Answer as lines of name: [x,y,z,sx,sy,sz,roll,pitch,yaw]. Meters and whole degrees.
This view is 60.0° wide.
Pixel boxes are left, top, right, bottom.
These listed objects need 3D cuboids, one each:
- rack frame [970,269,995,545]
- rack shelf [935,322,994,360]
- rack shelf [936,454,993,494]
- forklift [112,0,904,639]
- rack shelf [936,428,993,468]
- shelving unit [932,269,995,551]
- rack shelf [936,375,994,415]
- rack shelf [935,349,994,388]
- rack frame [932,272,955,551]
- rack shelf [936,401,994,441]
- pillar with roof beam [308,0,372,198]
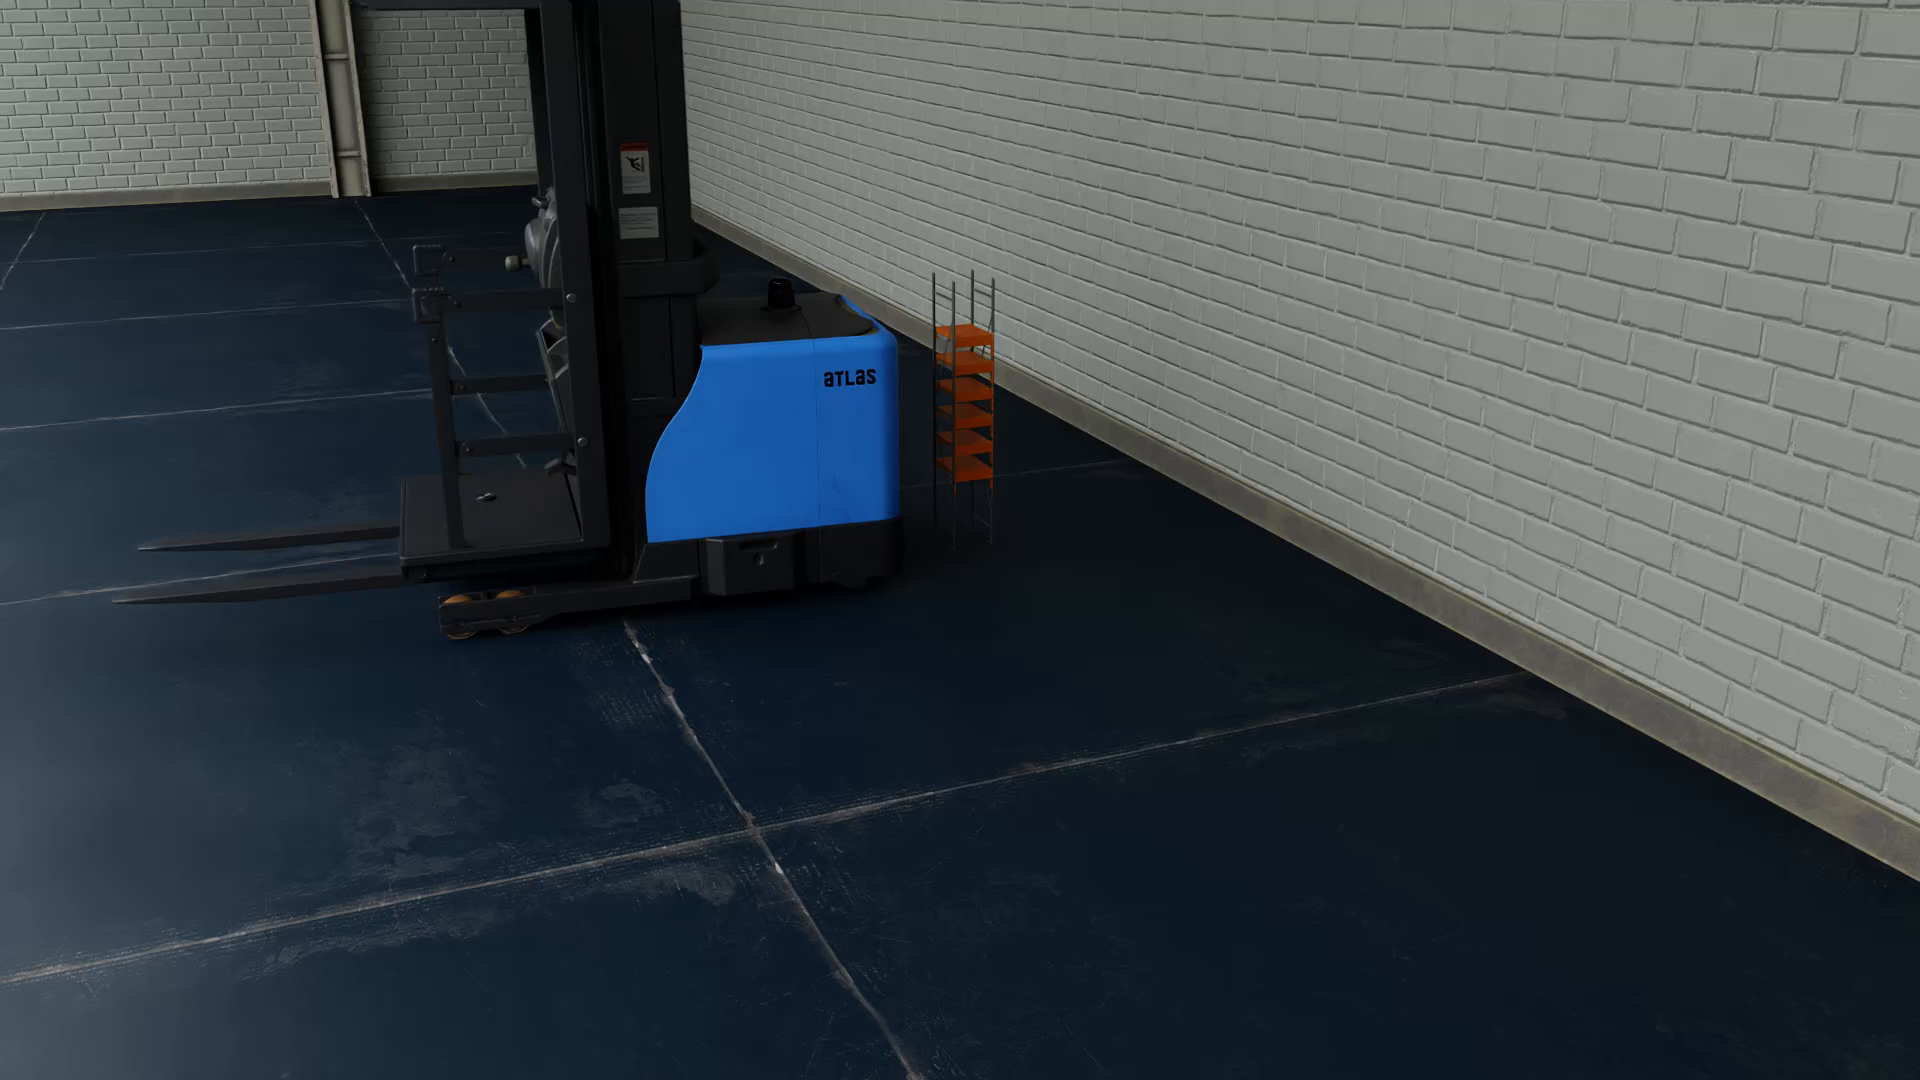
rack frame: [0.097,-0.580,7.362,0.006,1.200,0.240,-8,21,-22]
rack shelf: [0.013,-0.866,7.223,0.180,0.103,0.258,-8,21,-22]
rack shelf: [0.013,-0.300,7.423,0.180,0.103,0.258,-8,21,-22]
forklift: [-1.811,-1.194,6.501,3.031,2.935,1.130,-6,20,-16]
rack shelf: [0.013,-0.413,7.383,0.180,0.103,0.258,-8,21,-22]
shelving unit: [0.013,-0.568,7.328,0.189,1.200,0.258,-8,21,-22]
rack shelf: [0.013,-0.639,7.303,0.180,0.103,0.258,-8,21,-22]
rack shelf: [0.013,-0.752,7.263,0.180,0.103,0.258,-8,21,-22]
rack frame: [-0.071,-0.556,7.294,0.006,1.200,0.240,-8,21,-22]
rack shelf: [0.013,-0.526,7.343,0.180,0.103,0.258,-8,21,-22]
pillar with roof beam: [-4.987,-6.726,13.075,0.400,9.000,9.100,-8,21,-22]
